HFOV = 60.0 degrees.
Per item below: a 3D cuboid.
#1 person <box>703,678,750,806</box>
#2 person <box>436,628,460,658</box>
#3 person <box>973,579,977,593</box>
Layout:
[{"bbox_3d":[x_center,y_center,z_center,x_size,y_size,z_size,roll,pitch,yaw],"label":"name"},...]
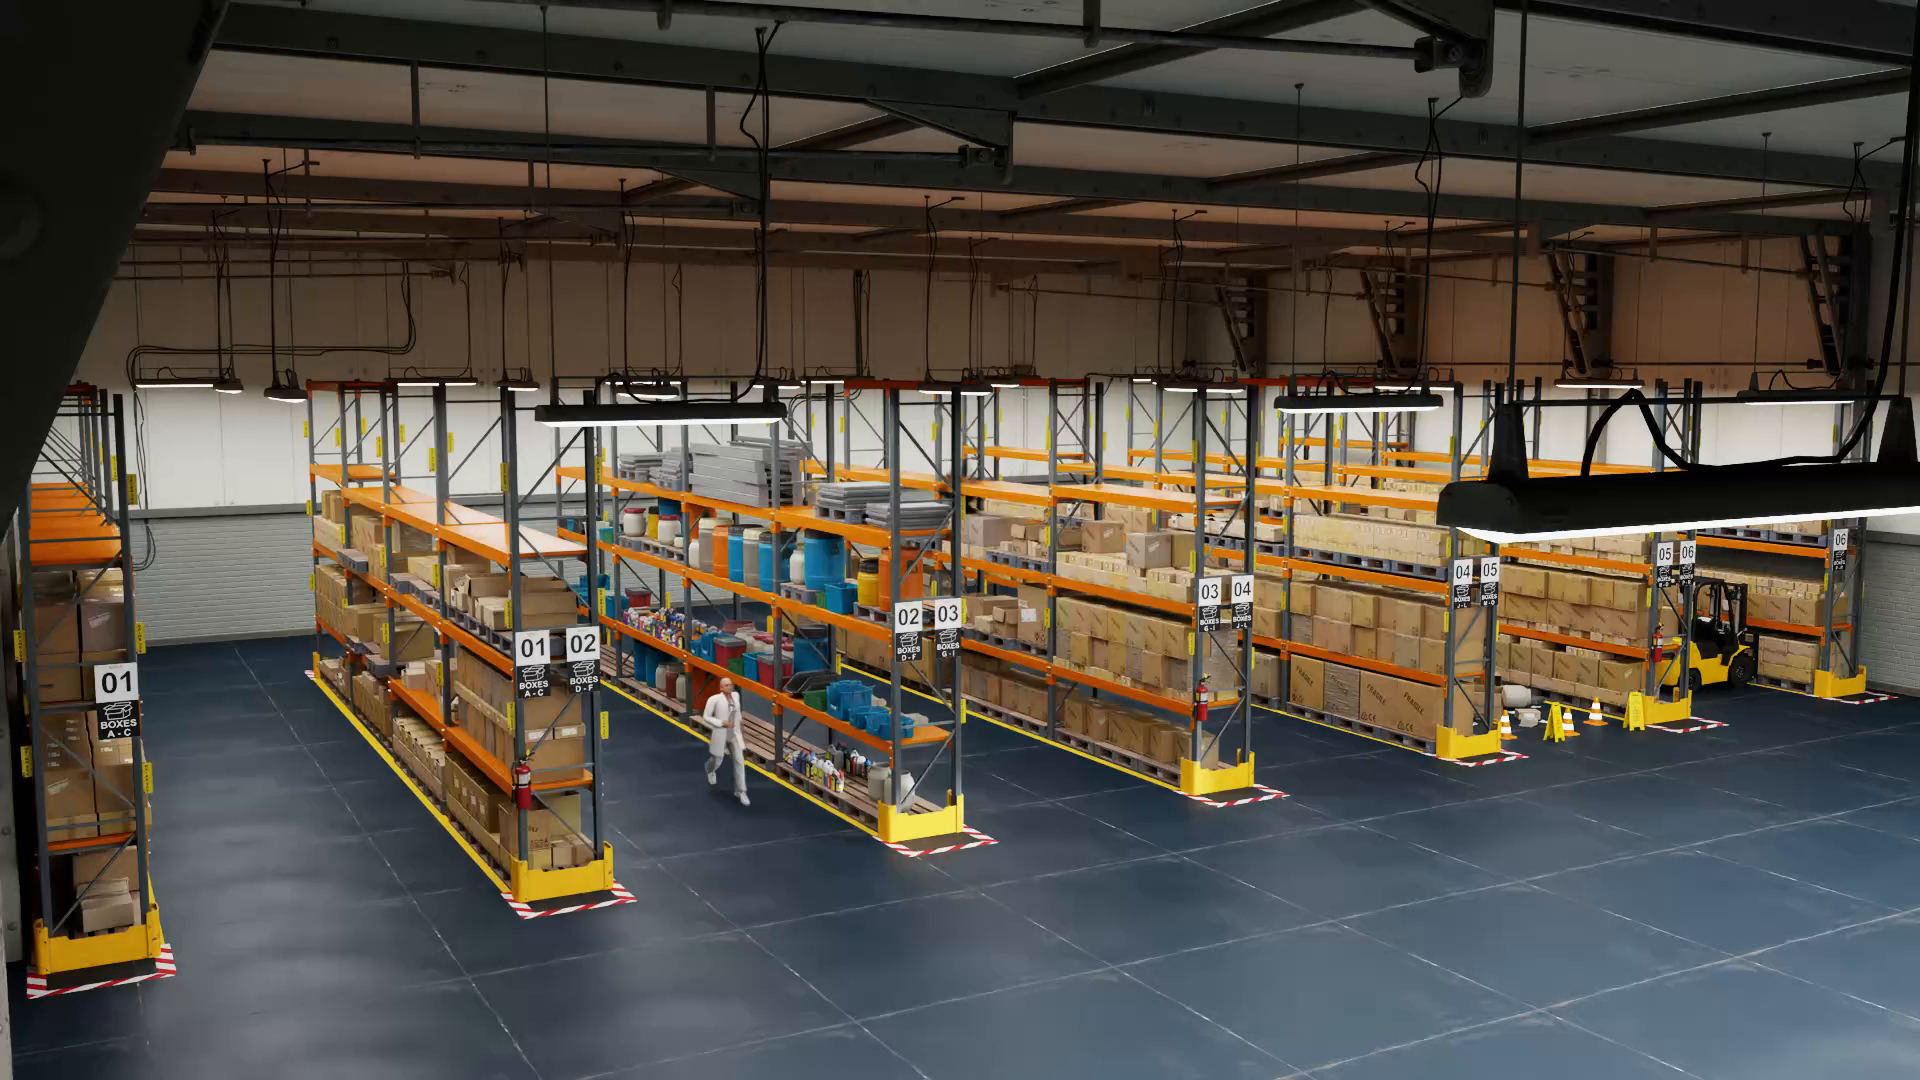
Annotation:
[{"bbox_3d":[-3.443,2.884,24.218,0.671,1.798,1.214,-3,7,-30],"label":"person"},{"bbox_3d":[-10.253,1.955,33.525,0.521,1.634,0.650,-6,8,-43],"label":"person"},{"bbox_3d":[0.519,1.000,42.310,0.776,1.736,0.685,-4,7,-34],"label":"person"}]
